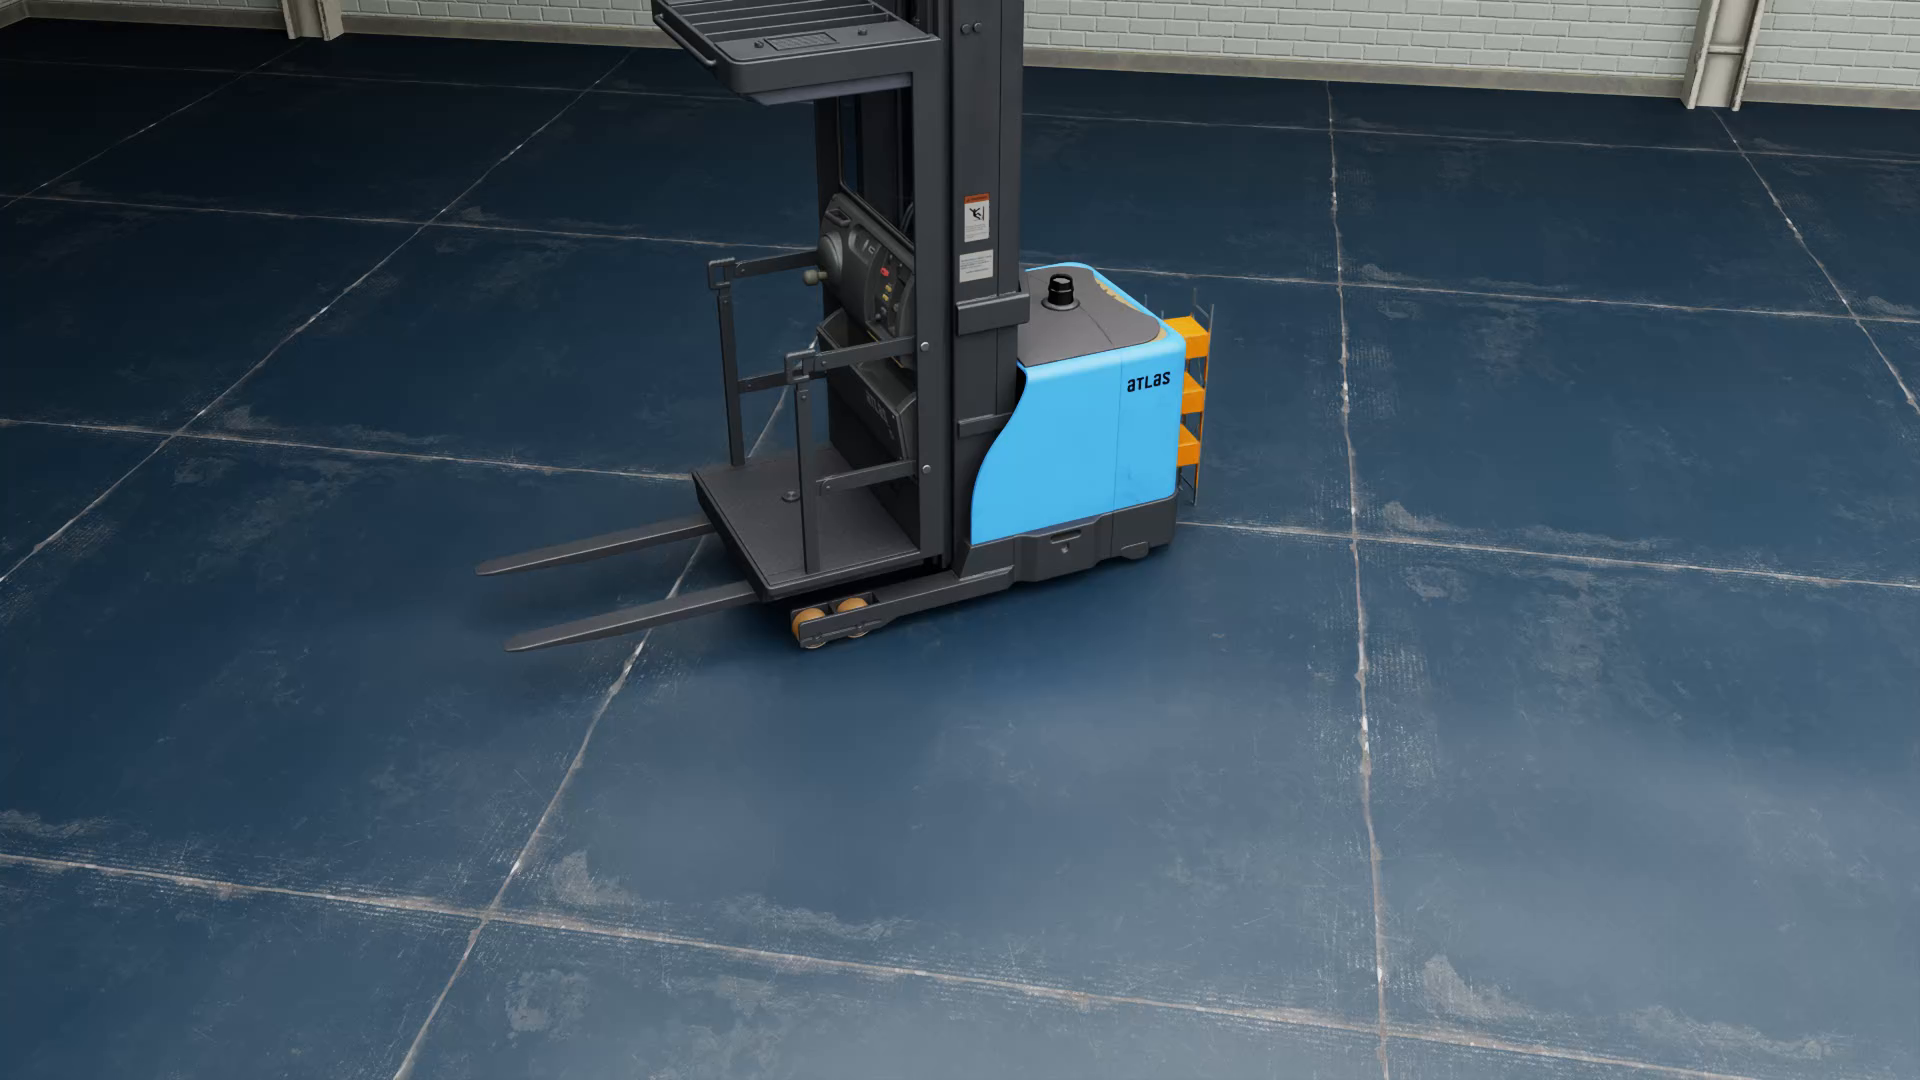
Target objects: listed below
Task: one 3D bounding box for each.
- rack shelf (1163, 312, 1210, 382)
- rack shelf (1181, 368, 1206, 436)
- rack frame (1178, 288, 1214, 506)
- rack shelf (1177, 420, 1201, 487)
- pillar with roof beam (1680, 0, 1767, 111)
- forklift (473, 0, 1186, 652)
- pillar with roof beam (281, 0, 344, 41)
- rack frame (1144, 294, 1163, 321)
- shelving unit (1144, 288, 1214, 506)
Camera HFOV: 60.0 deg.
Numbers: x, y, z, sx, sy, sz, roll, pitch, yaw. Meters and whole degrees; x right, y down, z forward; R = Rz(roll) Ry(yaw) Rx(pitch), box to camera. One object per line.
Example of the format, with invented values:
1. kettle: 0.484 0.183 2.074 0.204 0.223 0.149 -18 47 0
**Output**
1. rack shelf: 0.987 -0.871 7.638 0.240 0.259 0.215 -10 33 -15
2. rack shelf: 0.987 -0.631 7.788 0.240 0.259 0.215 -10 33 -15
3. rack frame: 1.103 -0.659 7.814 0.008 1.050 0.200 -10 33 -15
4. rack shelf: 0.987 -0.395 7.935 0.240 0.259 0.215 -10 33 -15
5. pillar with roof beam: 5.285 -5.063 7.357 0.400 9.000 9.100 5 32 8
6. forklift: -0.573 -1.104 6.752 3.031 2.935 1.130 -14 35 -21
7. pillar with roof beam: -6.544 -6.134 9.069 0.400 9.000 9.100 5 32 8
8. rack frame: 0.871 -0.620 7.751 0.008 1.050 0.200 -10 33 -15
9. shelving unit: 0.987 -0.640 7.782 0.252 1.050 0.215 -10 33 -15
